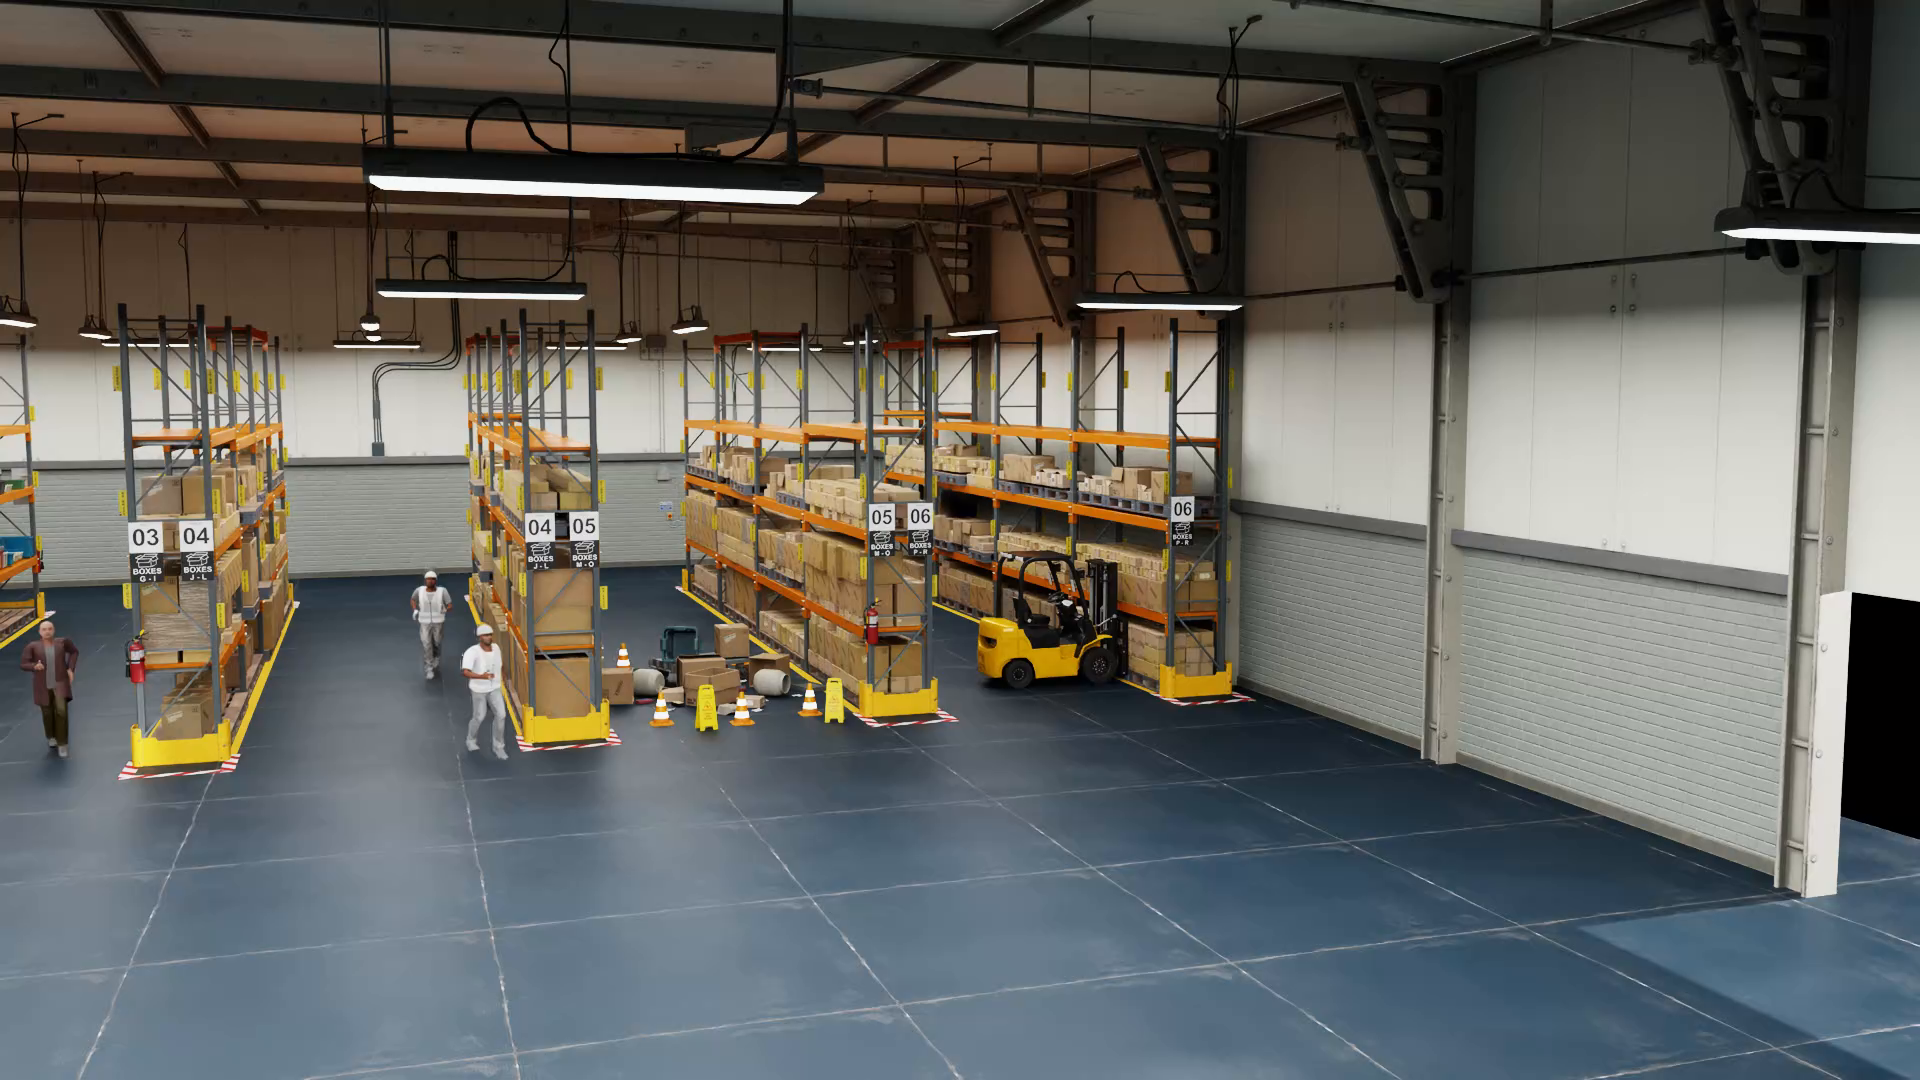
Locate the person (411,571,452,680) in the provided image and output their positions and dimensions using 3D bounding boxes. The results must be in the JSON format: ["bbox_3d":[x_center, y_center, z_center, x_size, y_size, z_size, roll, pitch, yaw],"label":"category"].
[{"bbox_3d":[-9.001,1.418,28.347,0.682,1.791,0.989,-2,6,-17],"label":"person"}]

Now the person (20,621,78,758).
[{"bbox_3d":[-12.236,2.004,22.379,0.687,1.851,0.867,-3,6,-27],"label":"person"}]

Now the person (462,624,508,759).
[{"bbox_3d":[-6.320,2.036,22.190,0.757,1.848,0.724,5,7,43],"label":"person"}]
